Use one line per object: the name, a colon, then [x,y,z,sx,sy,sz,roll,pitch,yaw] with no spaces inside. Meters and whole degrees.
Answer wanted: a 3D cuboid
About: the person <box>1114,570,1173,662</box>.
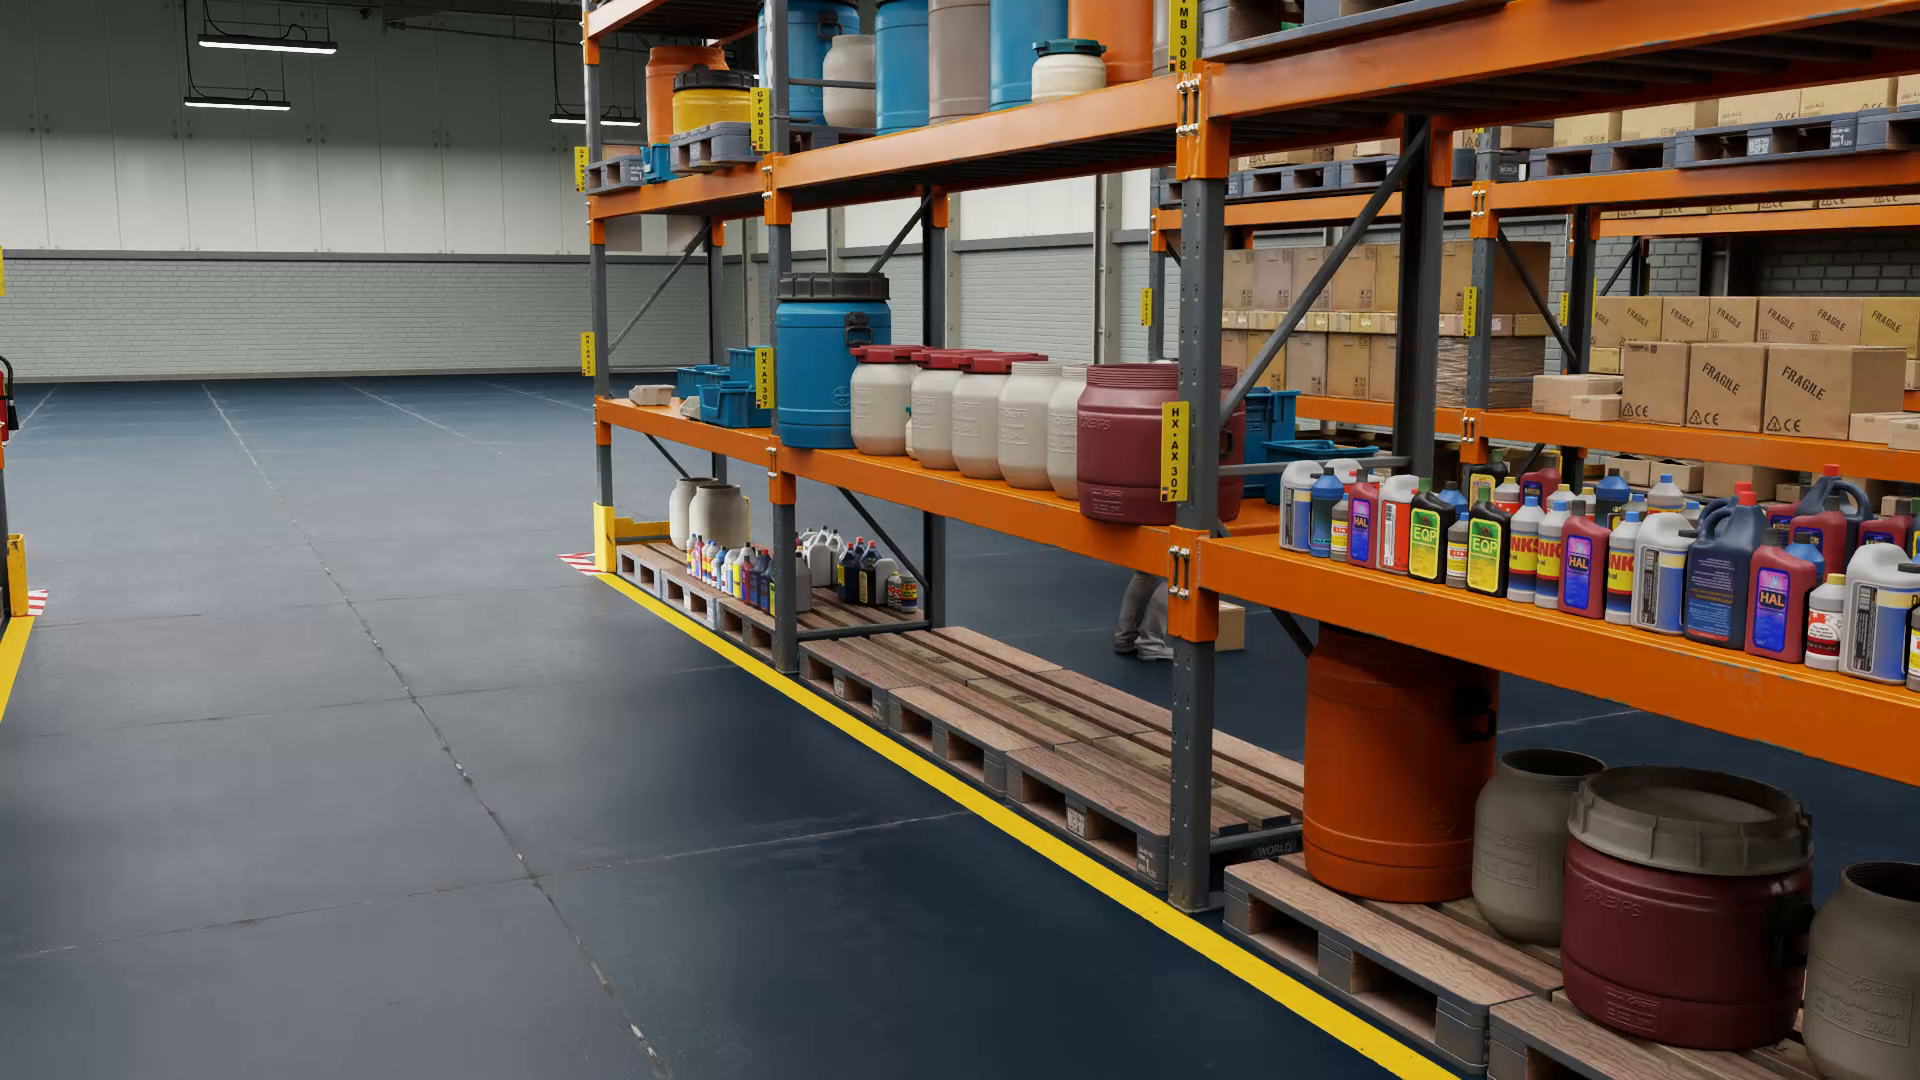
person: [1.112,-0.128,9.671,0.599,1.608,0.616,-4,9,-25]
